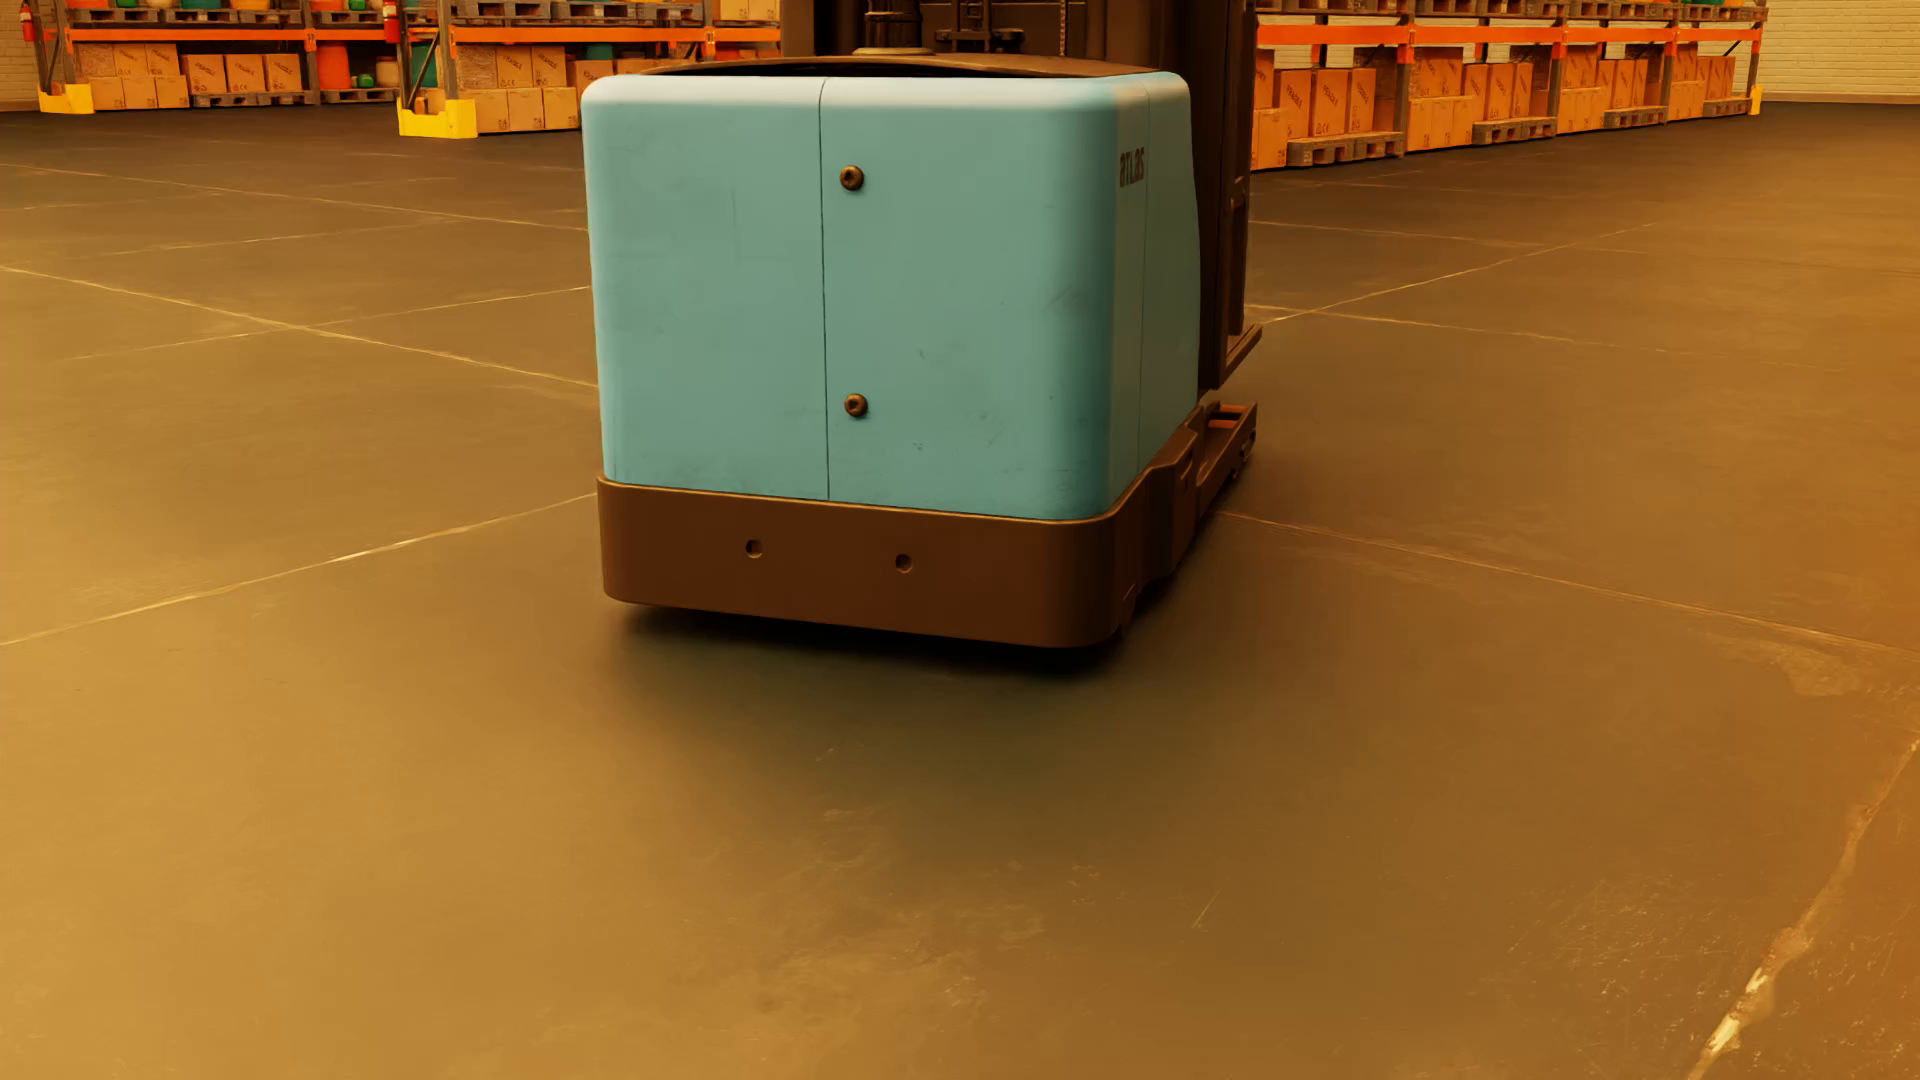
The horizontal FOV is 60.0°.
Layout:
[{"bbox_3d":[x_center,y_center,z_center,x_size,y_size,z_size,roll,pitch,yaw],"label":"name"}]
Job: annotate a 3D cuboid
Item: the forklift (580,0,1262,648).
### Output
[{"bbox_3d":[0.204,-1.592,4.140,1.130,2.935,3.031,5,18,17],"label":"forklift"}]
